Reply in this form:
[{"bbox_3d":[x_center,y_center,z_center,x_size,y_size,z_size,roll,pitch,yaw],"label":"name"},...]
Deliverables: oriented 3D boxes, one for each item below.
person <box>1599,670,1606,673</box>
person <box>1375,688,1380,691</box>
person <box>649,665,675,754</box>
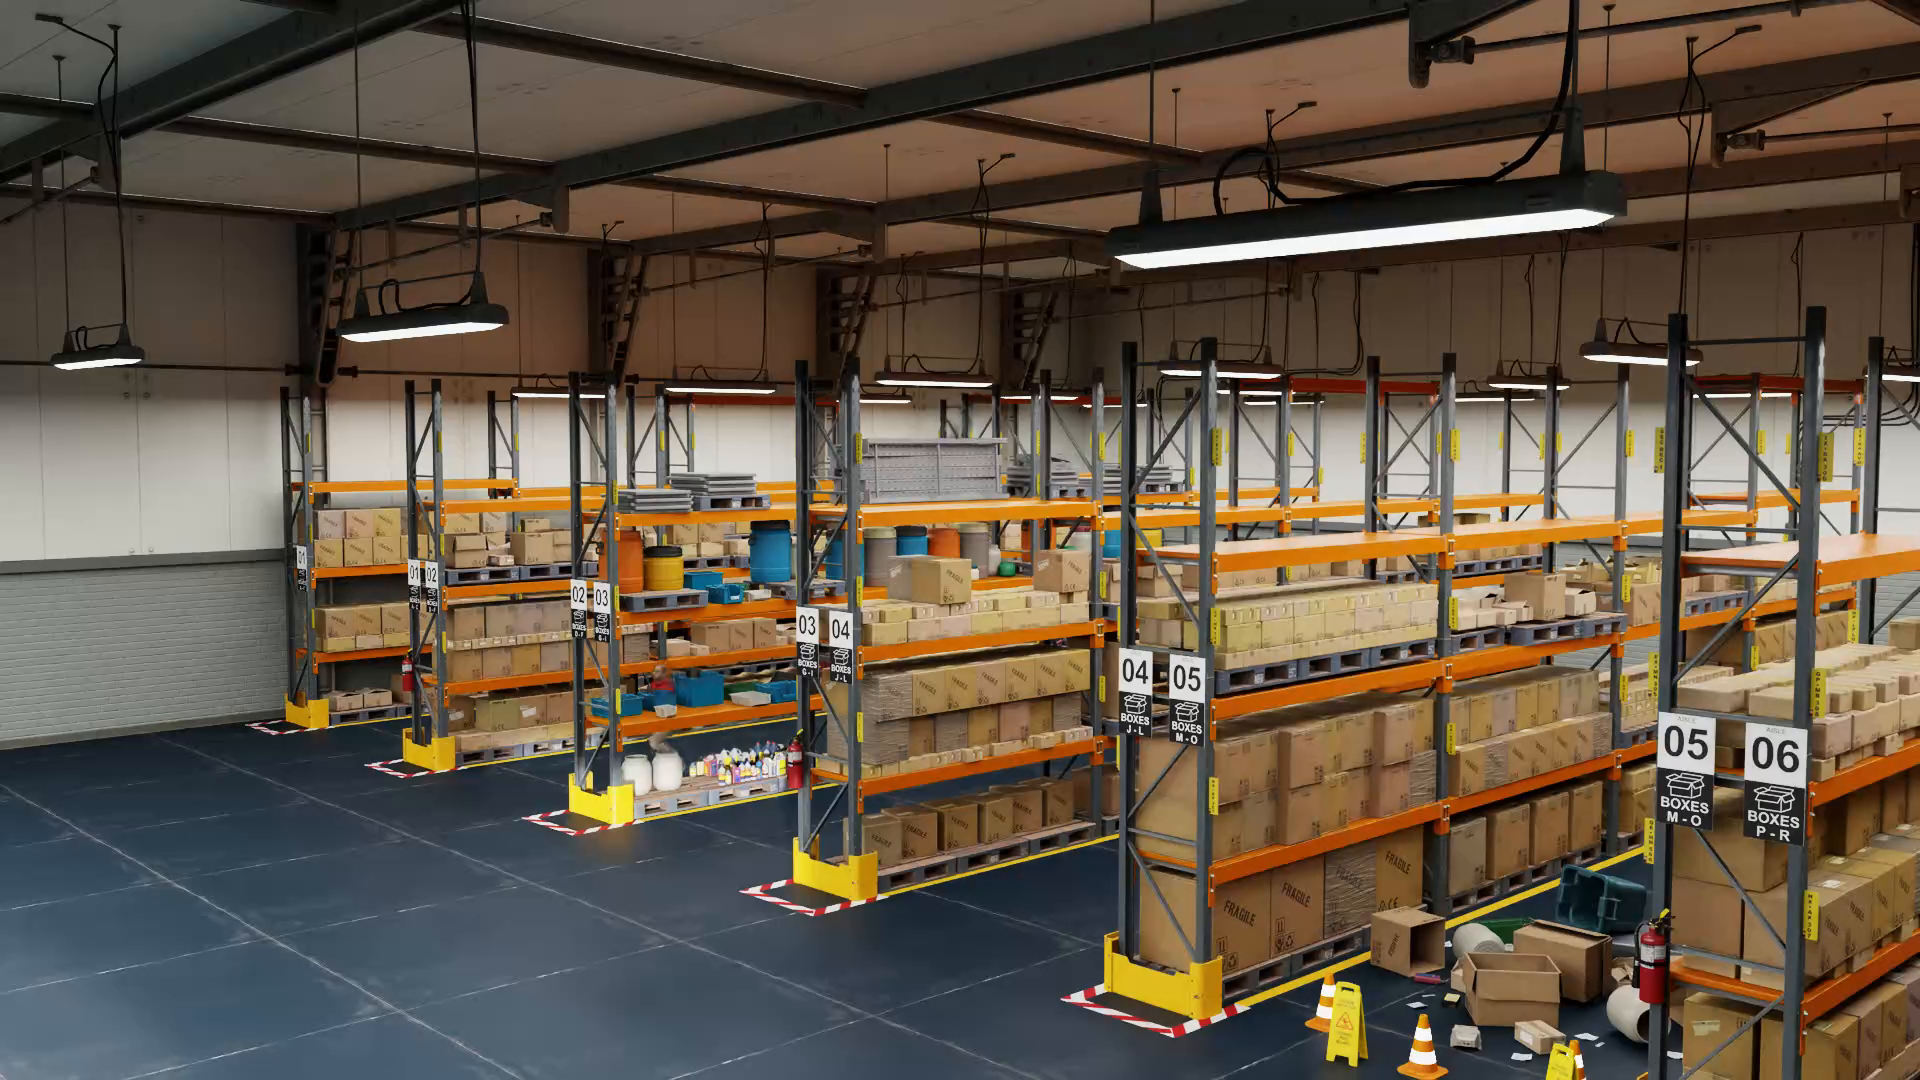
[{"bbox_3d":[9.760,2.763,25.051,0.579,1.666,0.974,4,5,44],"label":"person"},{"bbox_3d":[5.749,2.782,23.212,0.684,1.809,0.802,3,5,42],"label":"person"},{"bbox_3d":[-4.508,2.726,24.936,0.645,1.713,0.659,-3,5,-42],"label":"person"}]
